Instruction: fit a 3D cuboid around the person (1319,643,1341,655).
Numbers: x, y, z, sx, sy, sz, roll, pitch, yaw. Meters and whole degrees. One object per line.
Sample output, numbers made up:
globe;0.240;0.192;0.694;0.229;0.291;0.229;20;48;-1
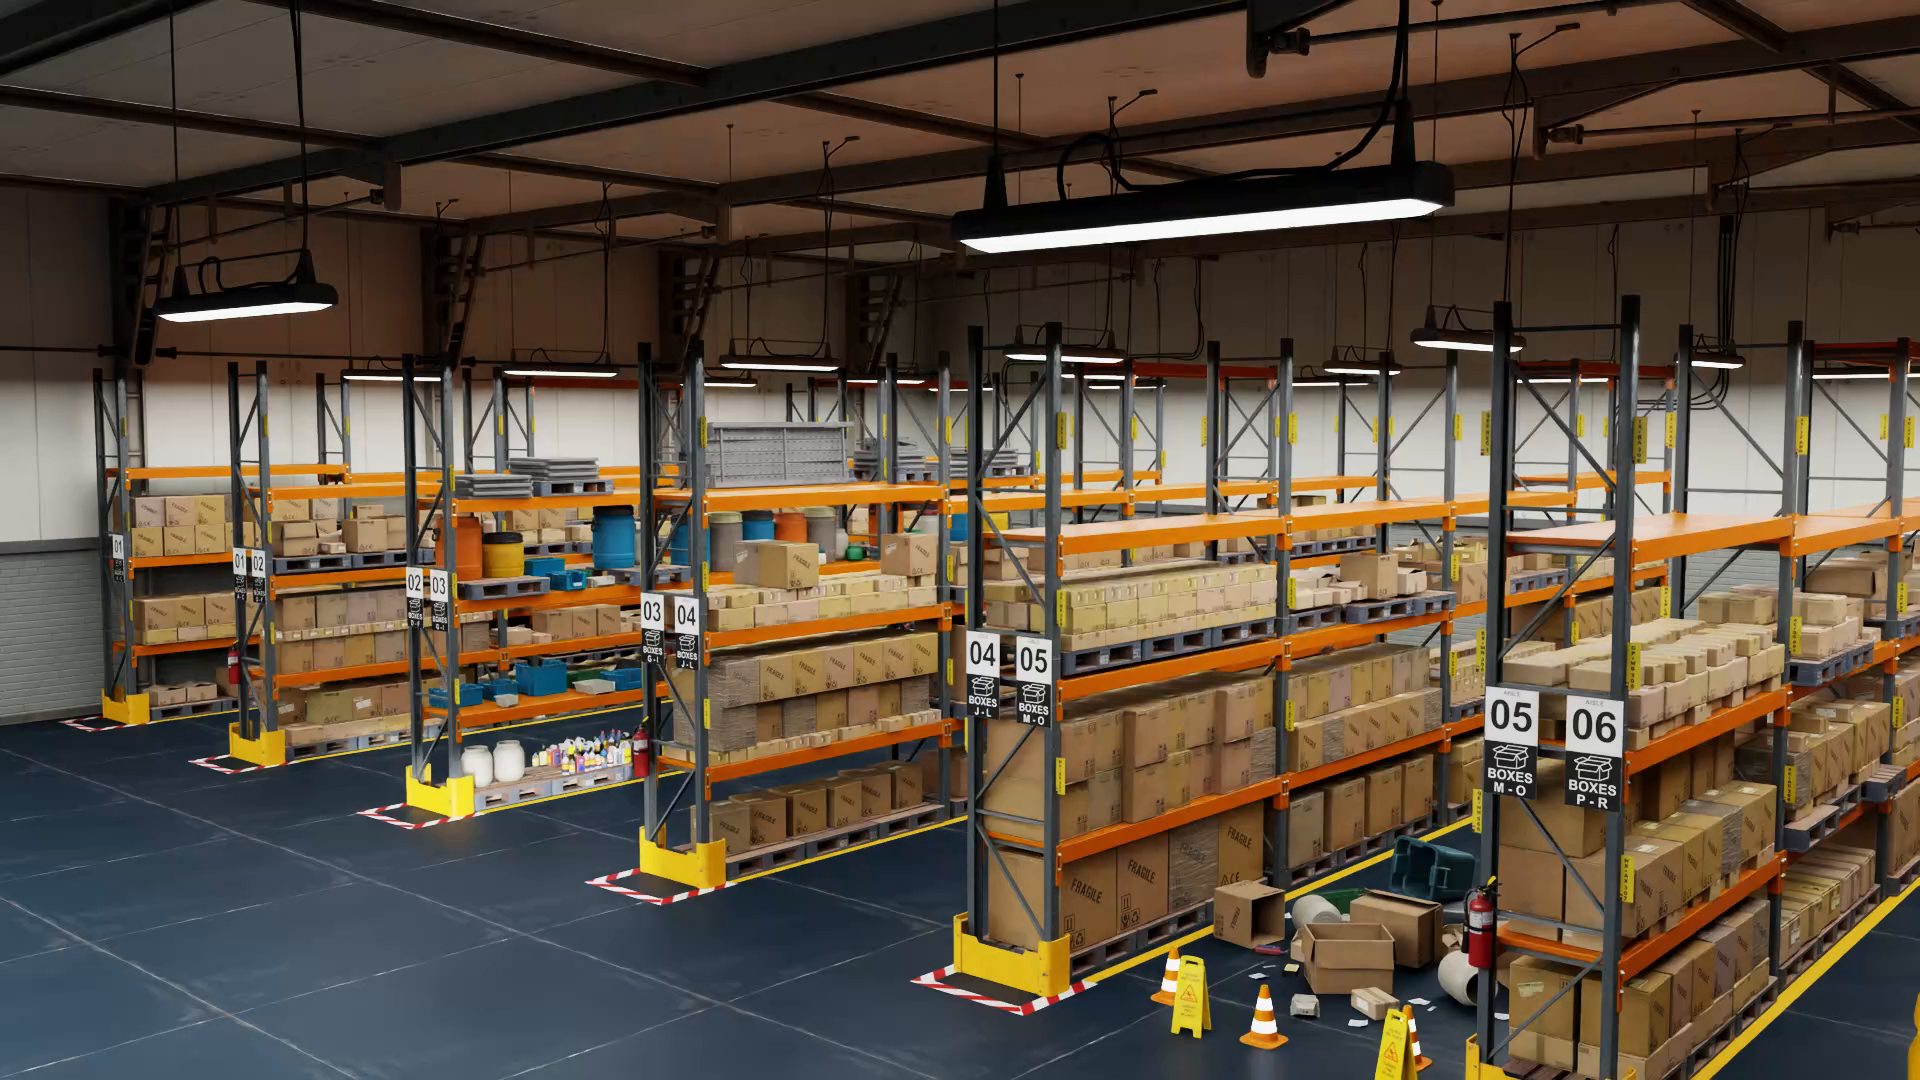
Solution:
person;6.091;2.356;26.862;0.626;1.687;0.752;-4;6;-41
